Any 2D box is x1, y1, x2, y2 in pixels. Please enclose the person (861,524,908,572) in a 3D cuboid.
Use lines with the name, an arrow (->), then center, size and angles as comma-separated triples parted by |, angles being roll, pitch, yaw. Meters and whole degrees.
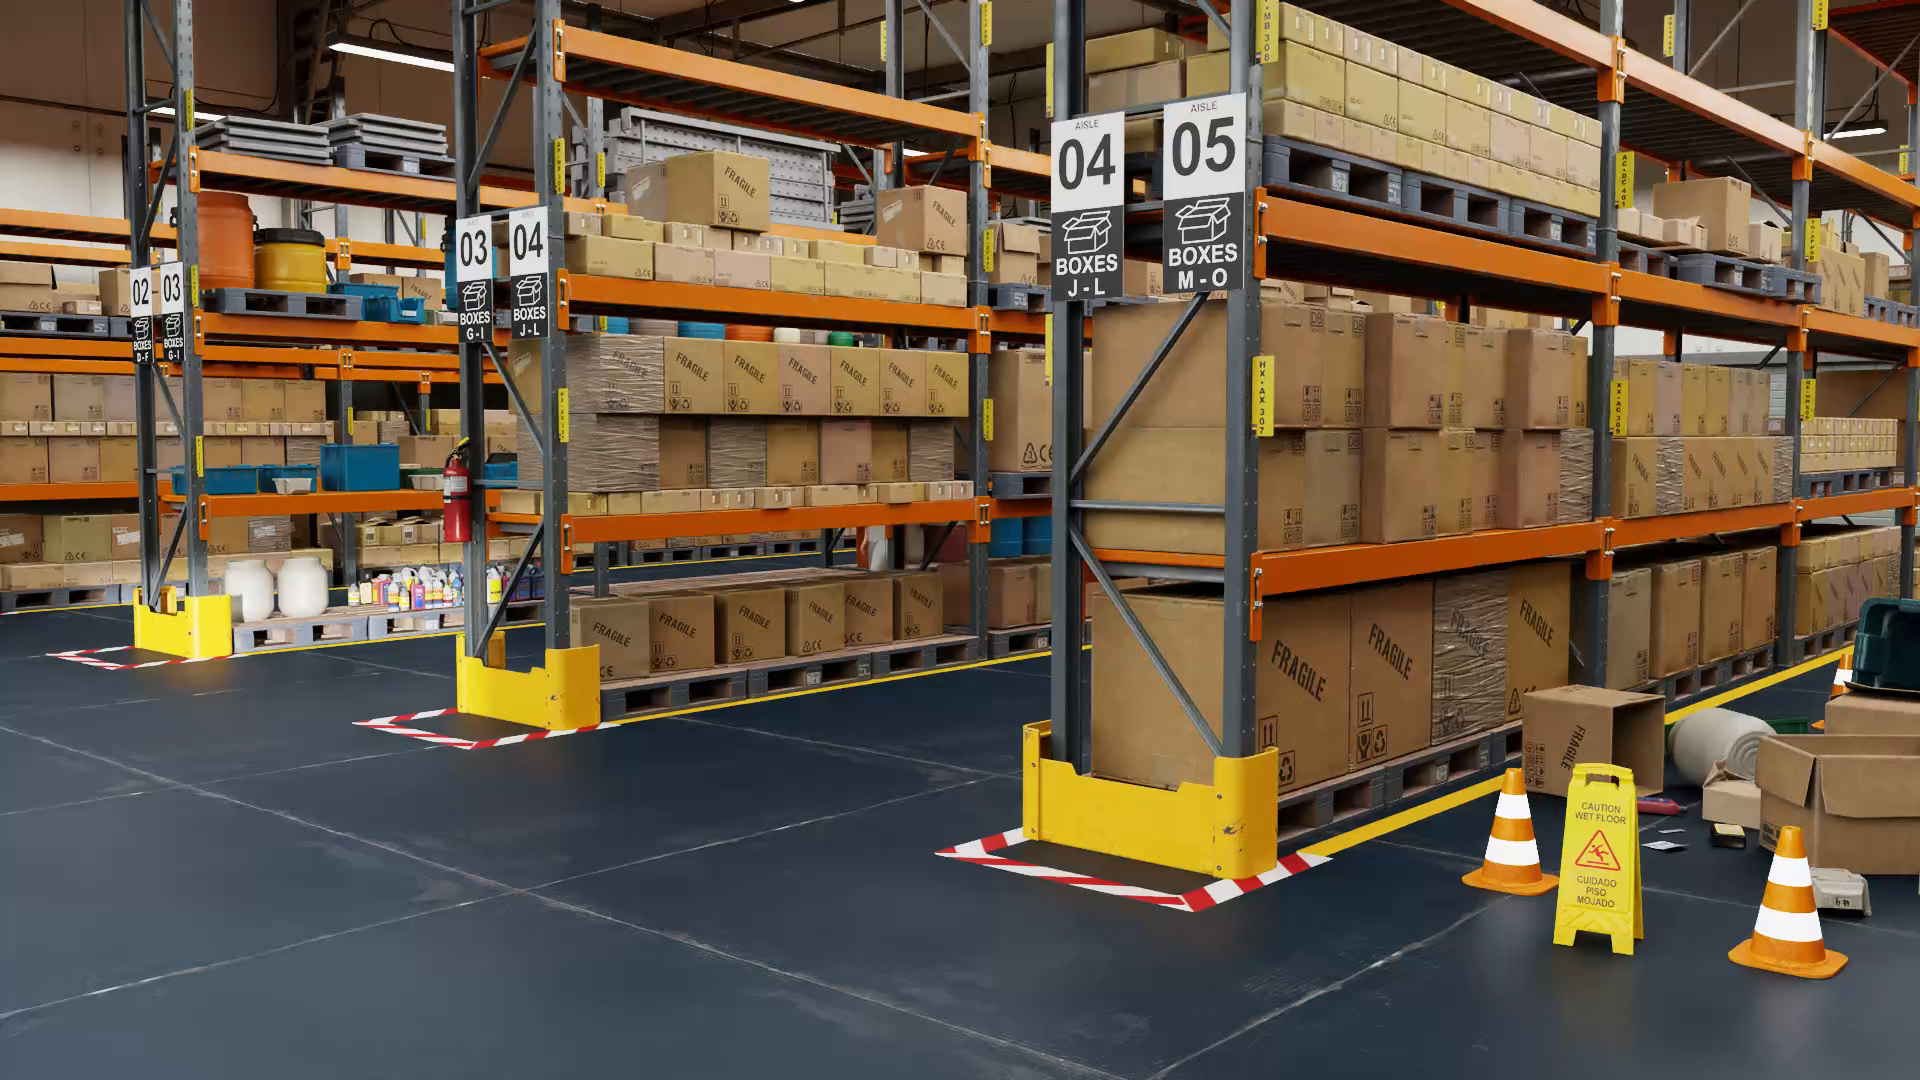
person -> -0.654, 0.003, 15.244 | 0.872, 1.635, 0.438 | -3, 5, -43
